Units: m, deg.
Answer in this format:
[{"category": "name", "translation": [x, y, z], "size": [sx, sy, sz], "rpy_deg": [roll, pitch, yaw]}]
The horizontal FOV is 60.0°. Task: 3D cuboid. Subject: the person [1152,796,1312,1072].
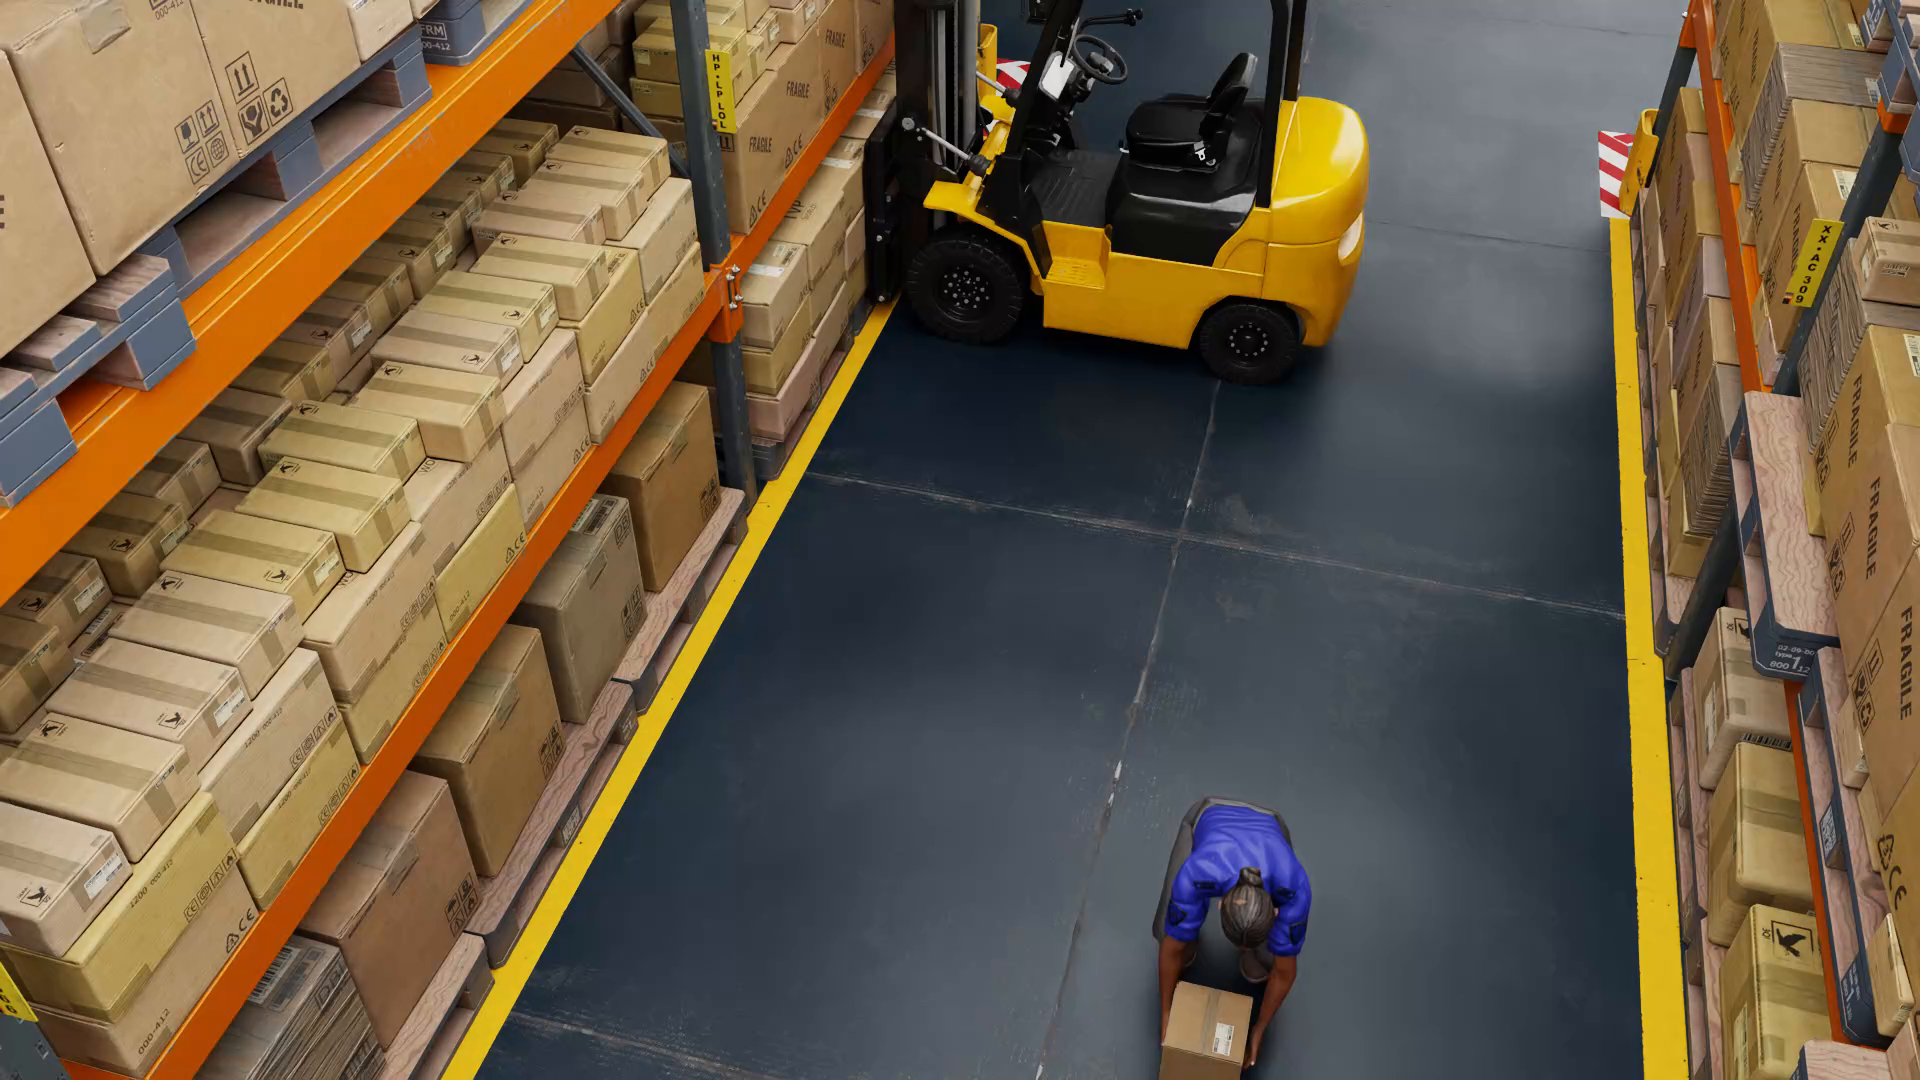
[{"category": "person", "translation": [0.888, 1.185, 5.435], "size": [0.483, 0.846, 0.814], "rpy_deg": [10, 42, 11]}]
